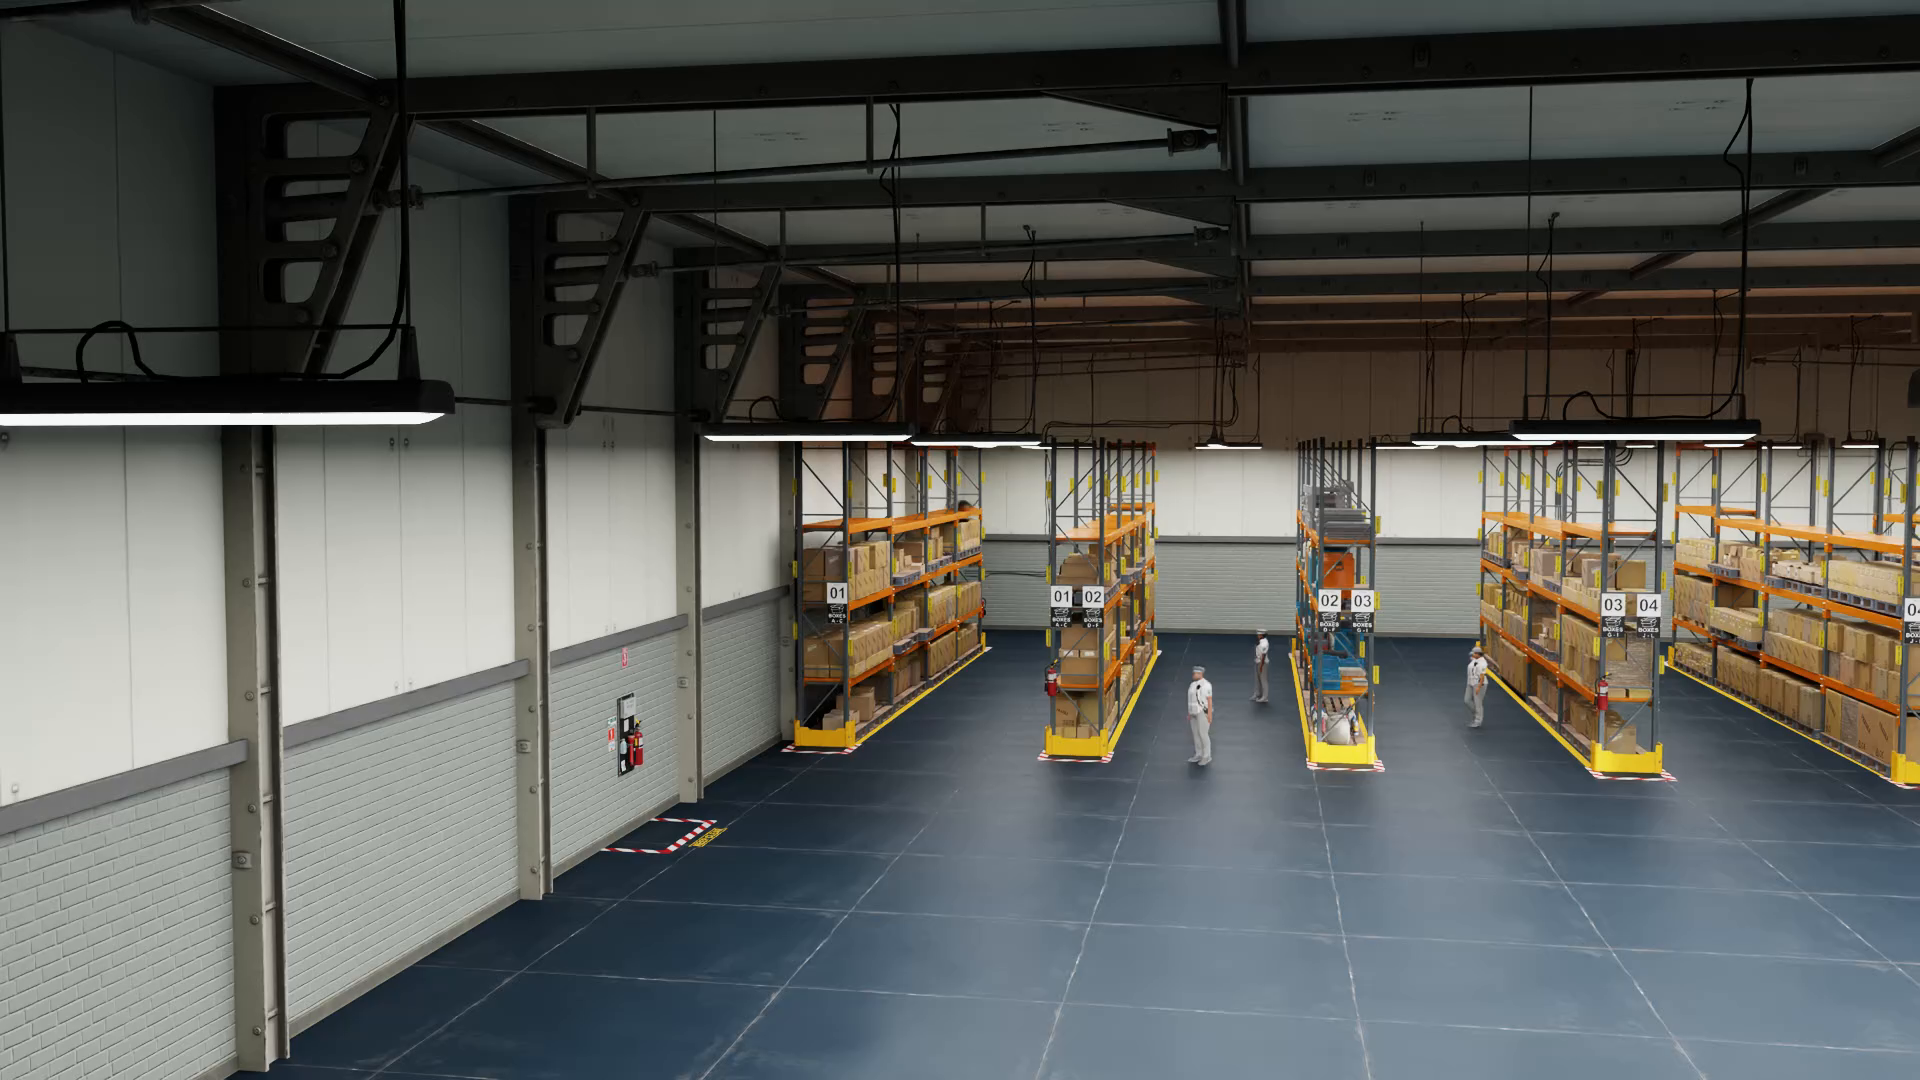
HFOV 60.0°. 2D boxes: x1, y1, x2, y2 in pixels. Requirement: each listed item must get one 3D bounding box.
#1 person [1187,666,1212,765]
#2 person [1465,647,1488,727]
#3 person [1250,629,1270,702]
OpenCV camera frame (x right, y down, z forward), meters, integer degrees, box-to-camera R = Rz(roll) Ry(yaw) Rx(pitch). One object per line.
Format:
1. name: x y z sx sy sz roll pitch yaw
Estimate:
1. person: 4.415 3.232 30.712 0.411 1.811 0.604 -2 3 -29
2. person: 10.800 3.079 34.771 0.429 1.711 0.558 -1 3 -14
3. person: 6.889 2.869 38.181 0.416 1.662 0.503 0 3 -5
